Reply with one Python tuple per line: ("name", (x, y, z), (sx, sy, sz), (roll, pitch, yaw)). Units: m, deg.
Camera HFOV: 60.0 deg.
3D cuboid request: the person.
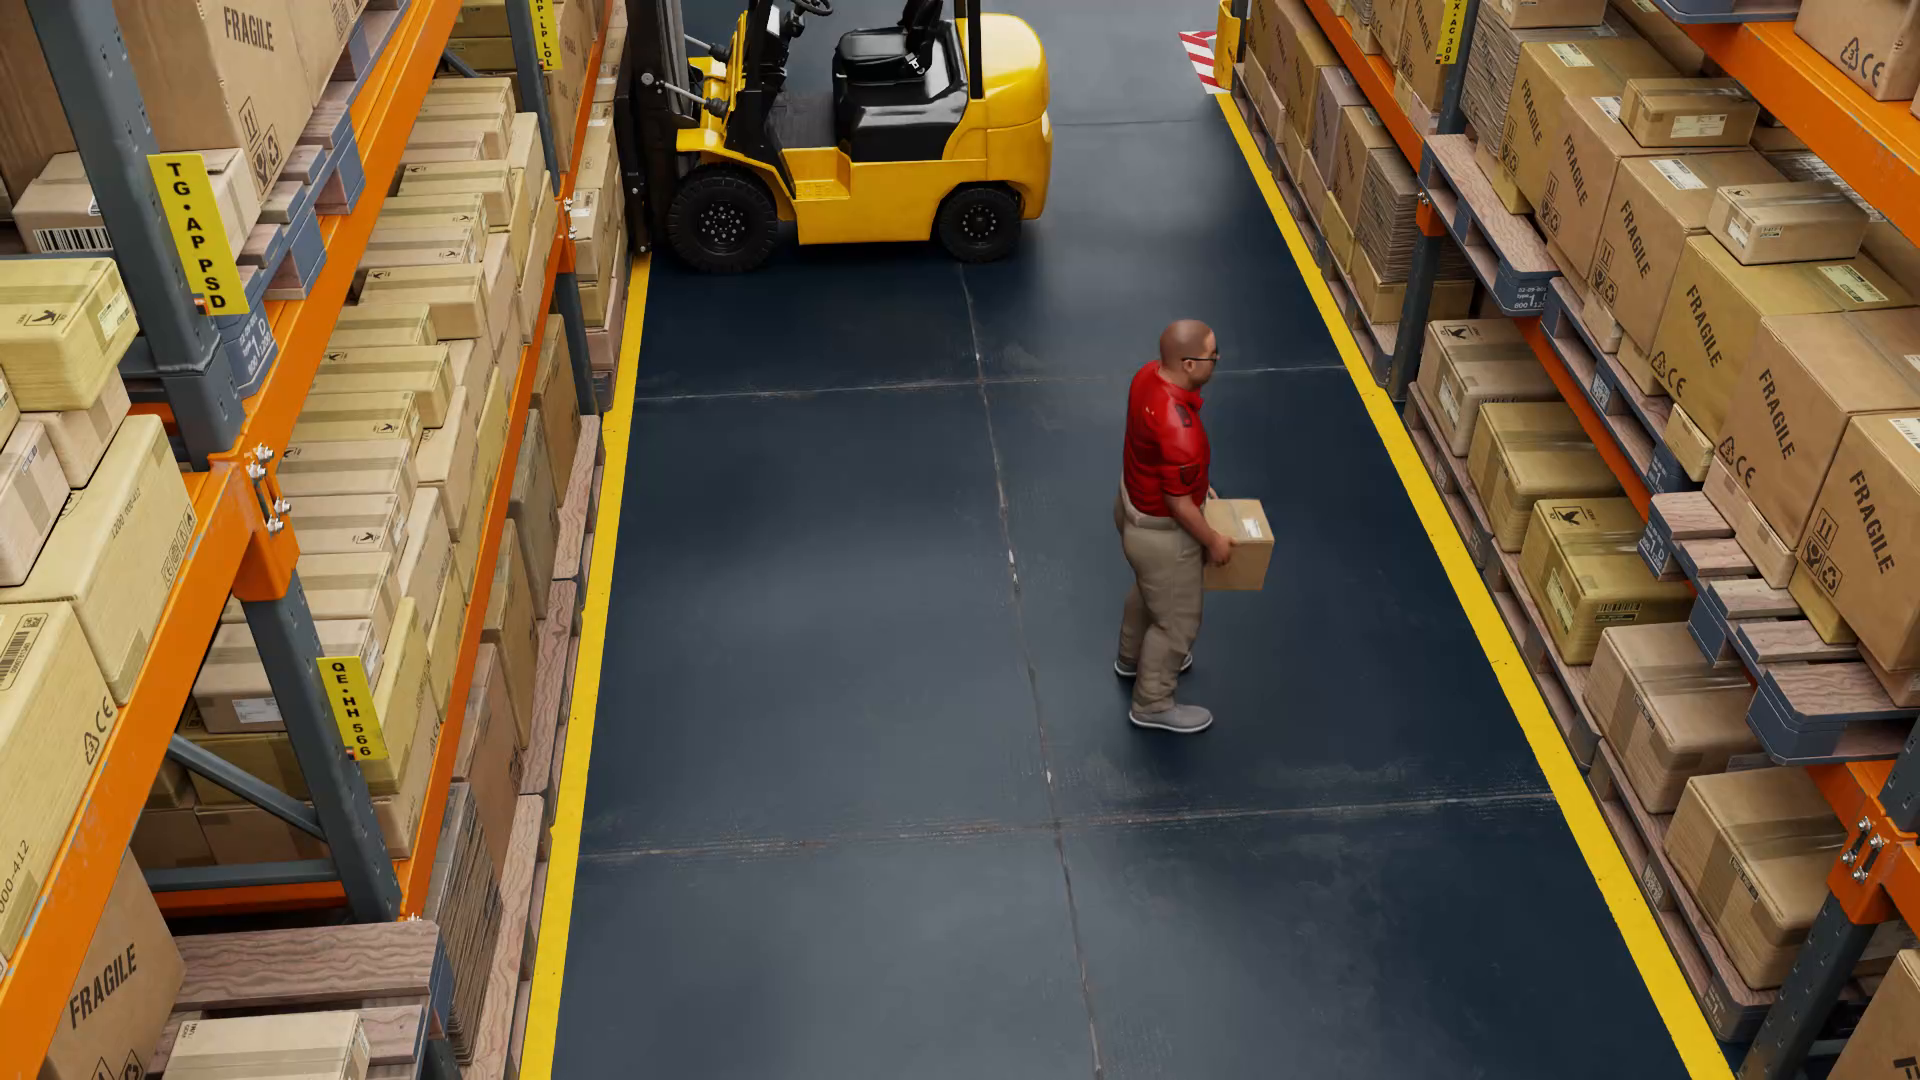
("person", (0.800, -0.066, 6.242), (0.418, 1.733, 0.542), (-4, 39, -5))
